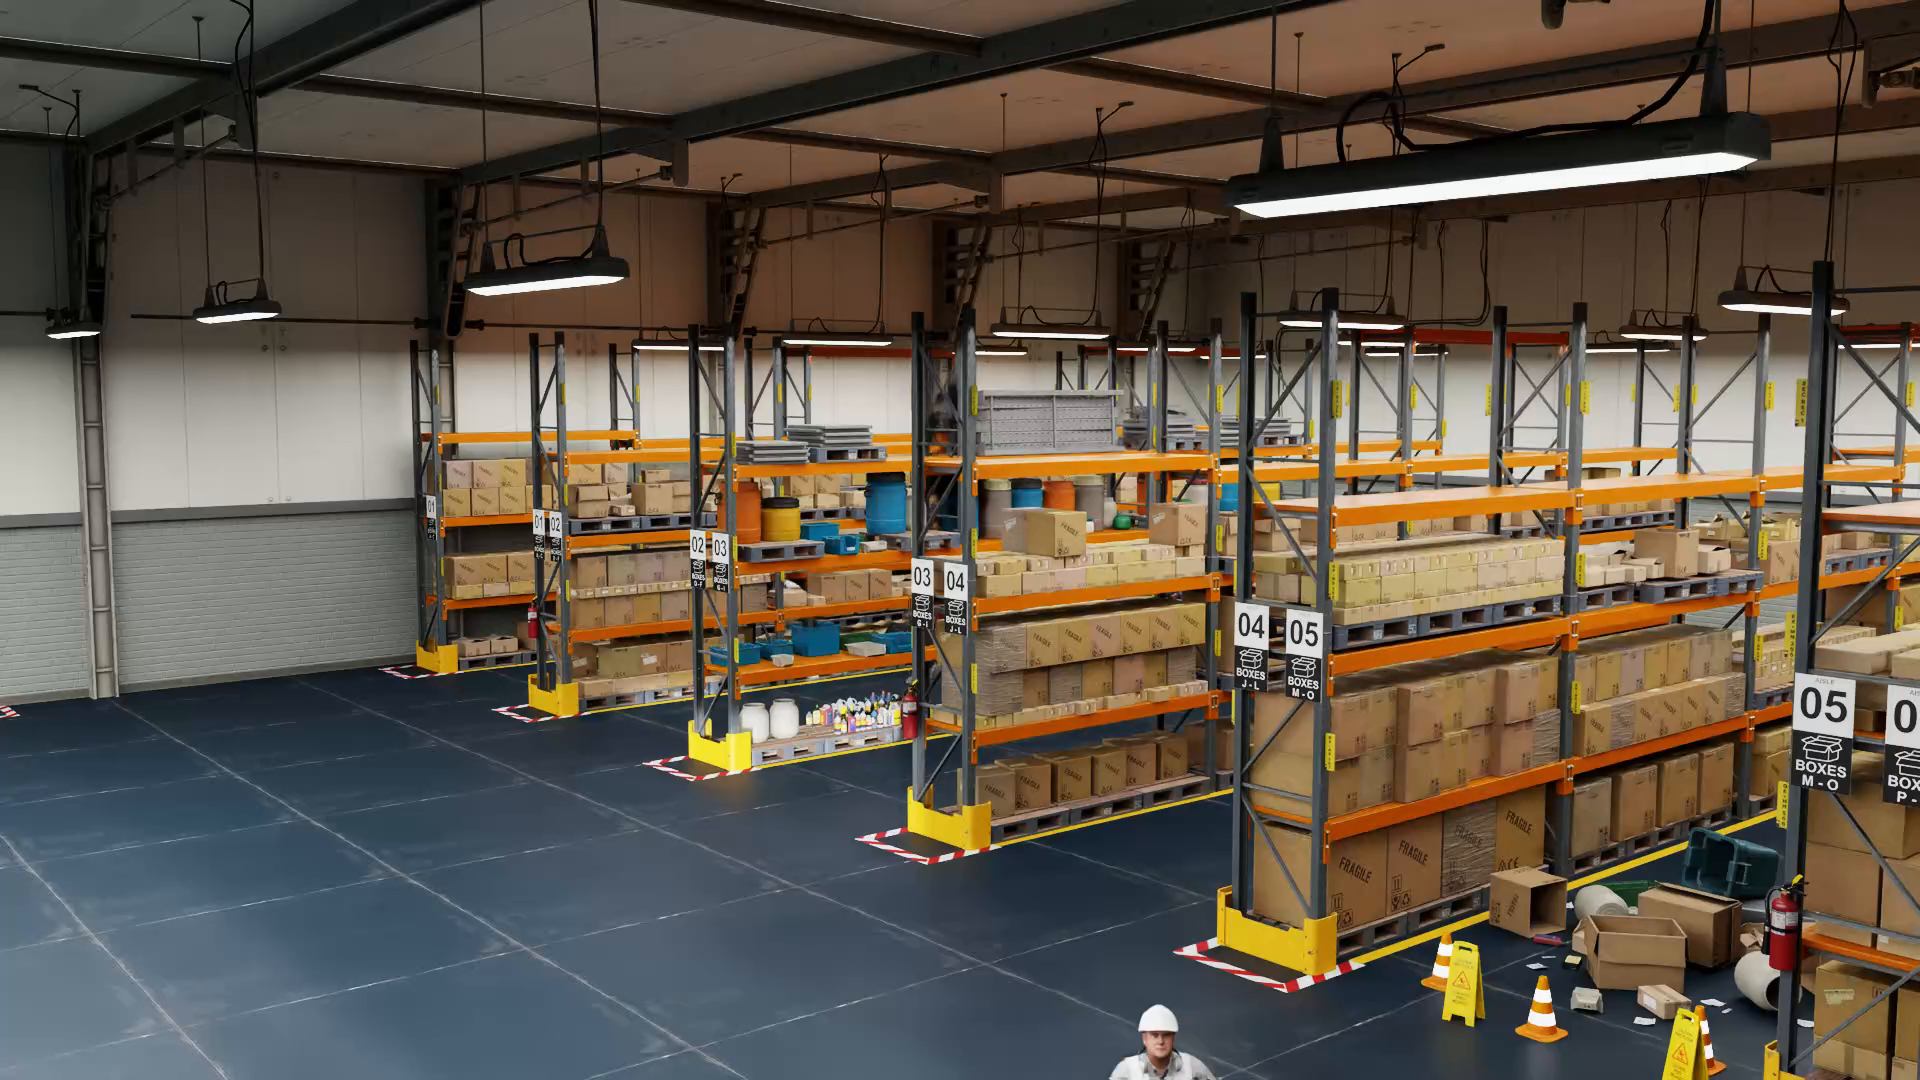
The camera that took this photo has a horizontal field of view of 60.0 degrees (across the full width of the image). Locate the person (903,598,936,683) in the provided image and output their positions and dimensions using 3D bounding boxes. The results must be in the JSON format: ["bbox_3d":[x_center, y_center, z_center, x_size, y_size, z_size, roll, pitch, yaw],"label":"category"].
[{"bbox_3d":[-0.663,1.518,27.522,0.538,1.610,0.808,4,7,38],"label":"person"}]

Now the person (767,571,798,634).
[{"bbox_3d":[-3.425,1.391,32.009,0.587,1.705,0.691,4,7,40],"label":"person"}]

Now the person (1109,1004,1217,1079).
[{"bbox_3d":[1.115,3.440,9.160,0.711,1.741,0.583,0,5,3],"label":"person"}]
